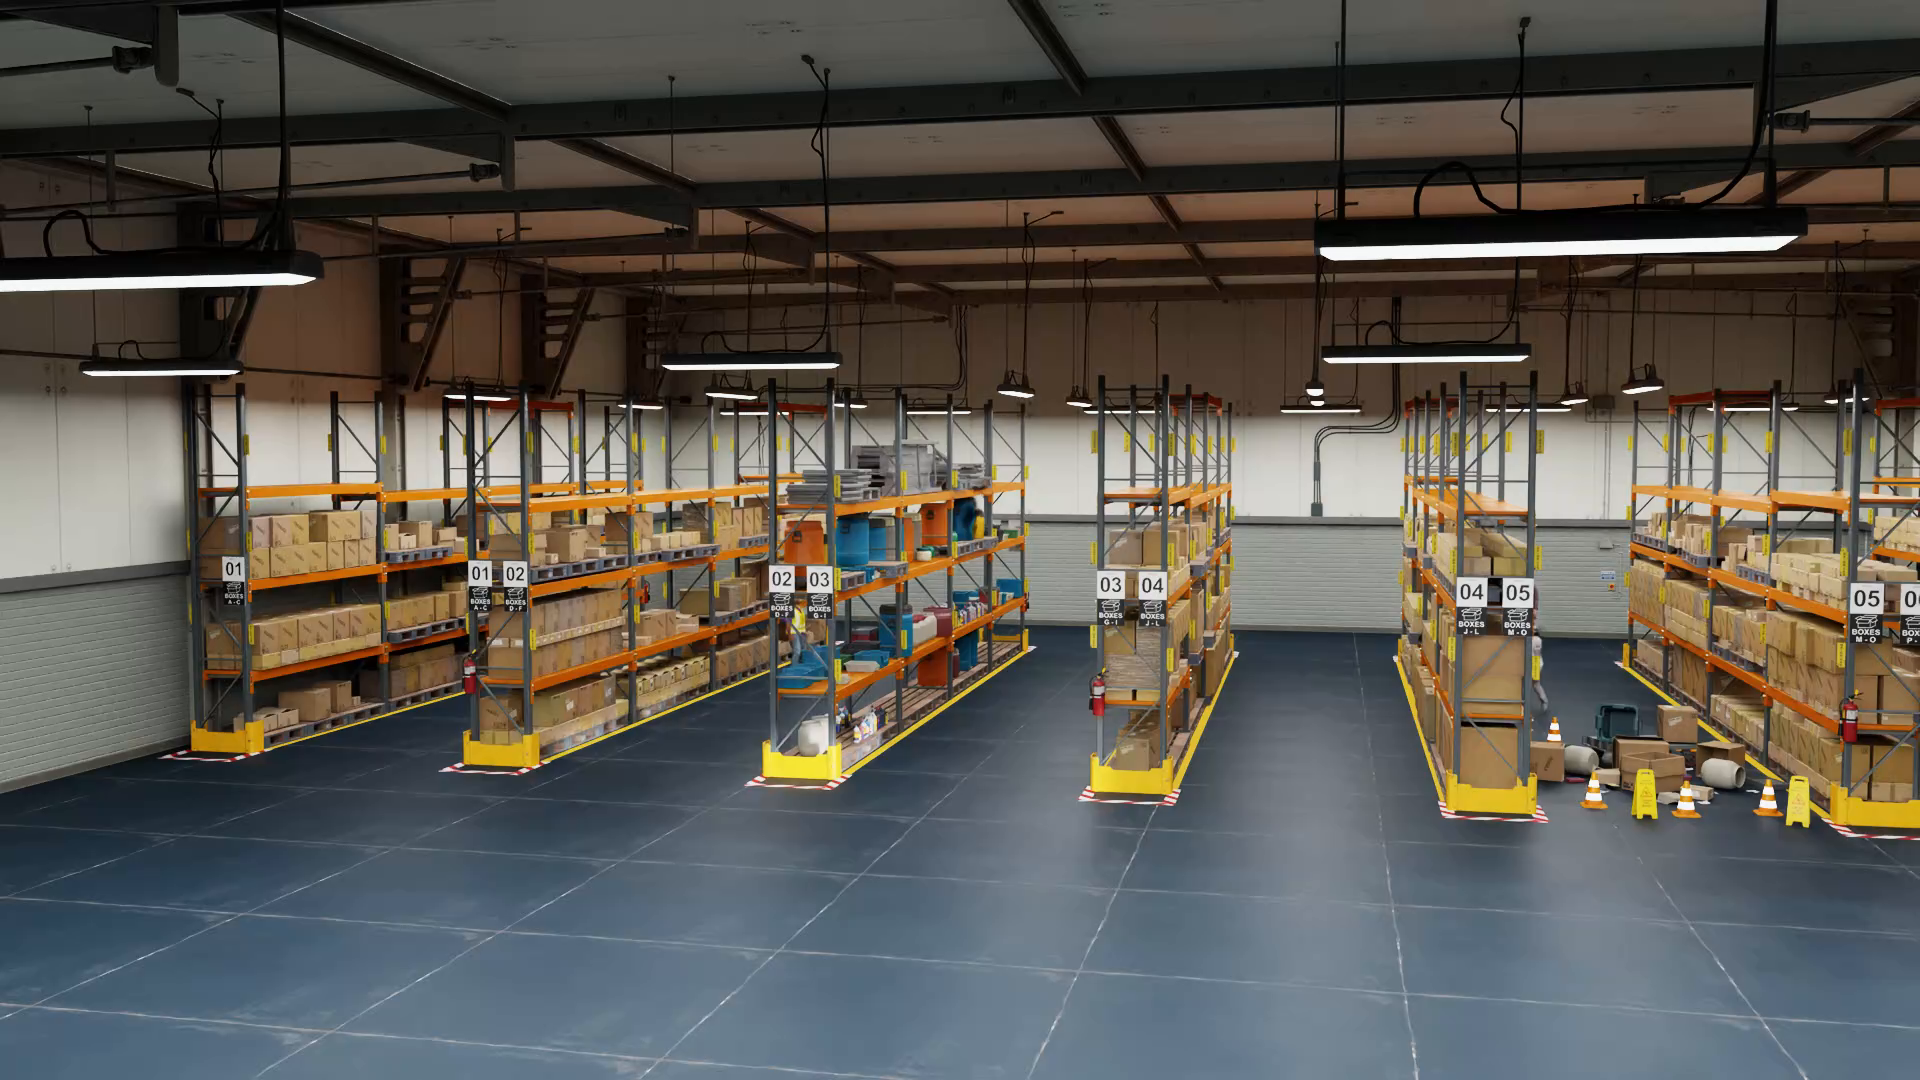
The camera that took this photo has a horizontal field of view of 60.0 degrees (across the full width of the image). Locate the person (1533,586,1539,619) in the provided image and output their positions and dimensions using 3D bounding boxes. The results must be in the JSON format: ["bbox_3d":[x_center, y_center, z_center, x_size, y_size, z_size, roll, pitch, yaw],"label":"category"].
[{"bbox_3d":[14.072,1.765,41.314,0.597,1.798,0.528,2,4,26],"label":"person"}]

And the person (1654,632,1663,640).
[{"bbox_3d":[16.285,1.985,38.472,0.481,1.663,0.572,2,4,36],"label":"person"}]

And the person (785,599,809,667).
[{"bbox_3d":[-3.299,1.932,33.627,0.504,1.813,0.643,2,4,29],"label":"person"}]

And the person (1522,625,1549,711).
[{"bbox_3d":[10.750,2.392,31.289,0.548,1.670,0.581,-2,4,-27],"label":"person"}]
